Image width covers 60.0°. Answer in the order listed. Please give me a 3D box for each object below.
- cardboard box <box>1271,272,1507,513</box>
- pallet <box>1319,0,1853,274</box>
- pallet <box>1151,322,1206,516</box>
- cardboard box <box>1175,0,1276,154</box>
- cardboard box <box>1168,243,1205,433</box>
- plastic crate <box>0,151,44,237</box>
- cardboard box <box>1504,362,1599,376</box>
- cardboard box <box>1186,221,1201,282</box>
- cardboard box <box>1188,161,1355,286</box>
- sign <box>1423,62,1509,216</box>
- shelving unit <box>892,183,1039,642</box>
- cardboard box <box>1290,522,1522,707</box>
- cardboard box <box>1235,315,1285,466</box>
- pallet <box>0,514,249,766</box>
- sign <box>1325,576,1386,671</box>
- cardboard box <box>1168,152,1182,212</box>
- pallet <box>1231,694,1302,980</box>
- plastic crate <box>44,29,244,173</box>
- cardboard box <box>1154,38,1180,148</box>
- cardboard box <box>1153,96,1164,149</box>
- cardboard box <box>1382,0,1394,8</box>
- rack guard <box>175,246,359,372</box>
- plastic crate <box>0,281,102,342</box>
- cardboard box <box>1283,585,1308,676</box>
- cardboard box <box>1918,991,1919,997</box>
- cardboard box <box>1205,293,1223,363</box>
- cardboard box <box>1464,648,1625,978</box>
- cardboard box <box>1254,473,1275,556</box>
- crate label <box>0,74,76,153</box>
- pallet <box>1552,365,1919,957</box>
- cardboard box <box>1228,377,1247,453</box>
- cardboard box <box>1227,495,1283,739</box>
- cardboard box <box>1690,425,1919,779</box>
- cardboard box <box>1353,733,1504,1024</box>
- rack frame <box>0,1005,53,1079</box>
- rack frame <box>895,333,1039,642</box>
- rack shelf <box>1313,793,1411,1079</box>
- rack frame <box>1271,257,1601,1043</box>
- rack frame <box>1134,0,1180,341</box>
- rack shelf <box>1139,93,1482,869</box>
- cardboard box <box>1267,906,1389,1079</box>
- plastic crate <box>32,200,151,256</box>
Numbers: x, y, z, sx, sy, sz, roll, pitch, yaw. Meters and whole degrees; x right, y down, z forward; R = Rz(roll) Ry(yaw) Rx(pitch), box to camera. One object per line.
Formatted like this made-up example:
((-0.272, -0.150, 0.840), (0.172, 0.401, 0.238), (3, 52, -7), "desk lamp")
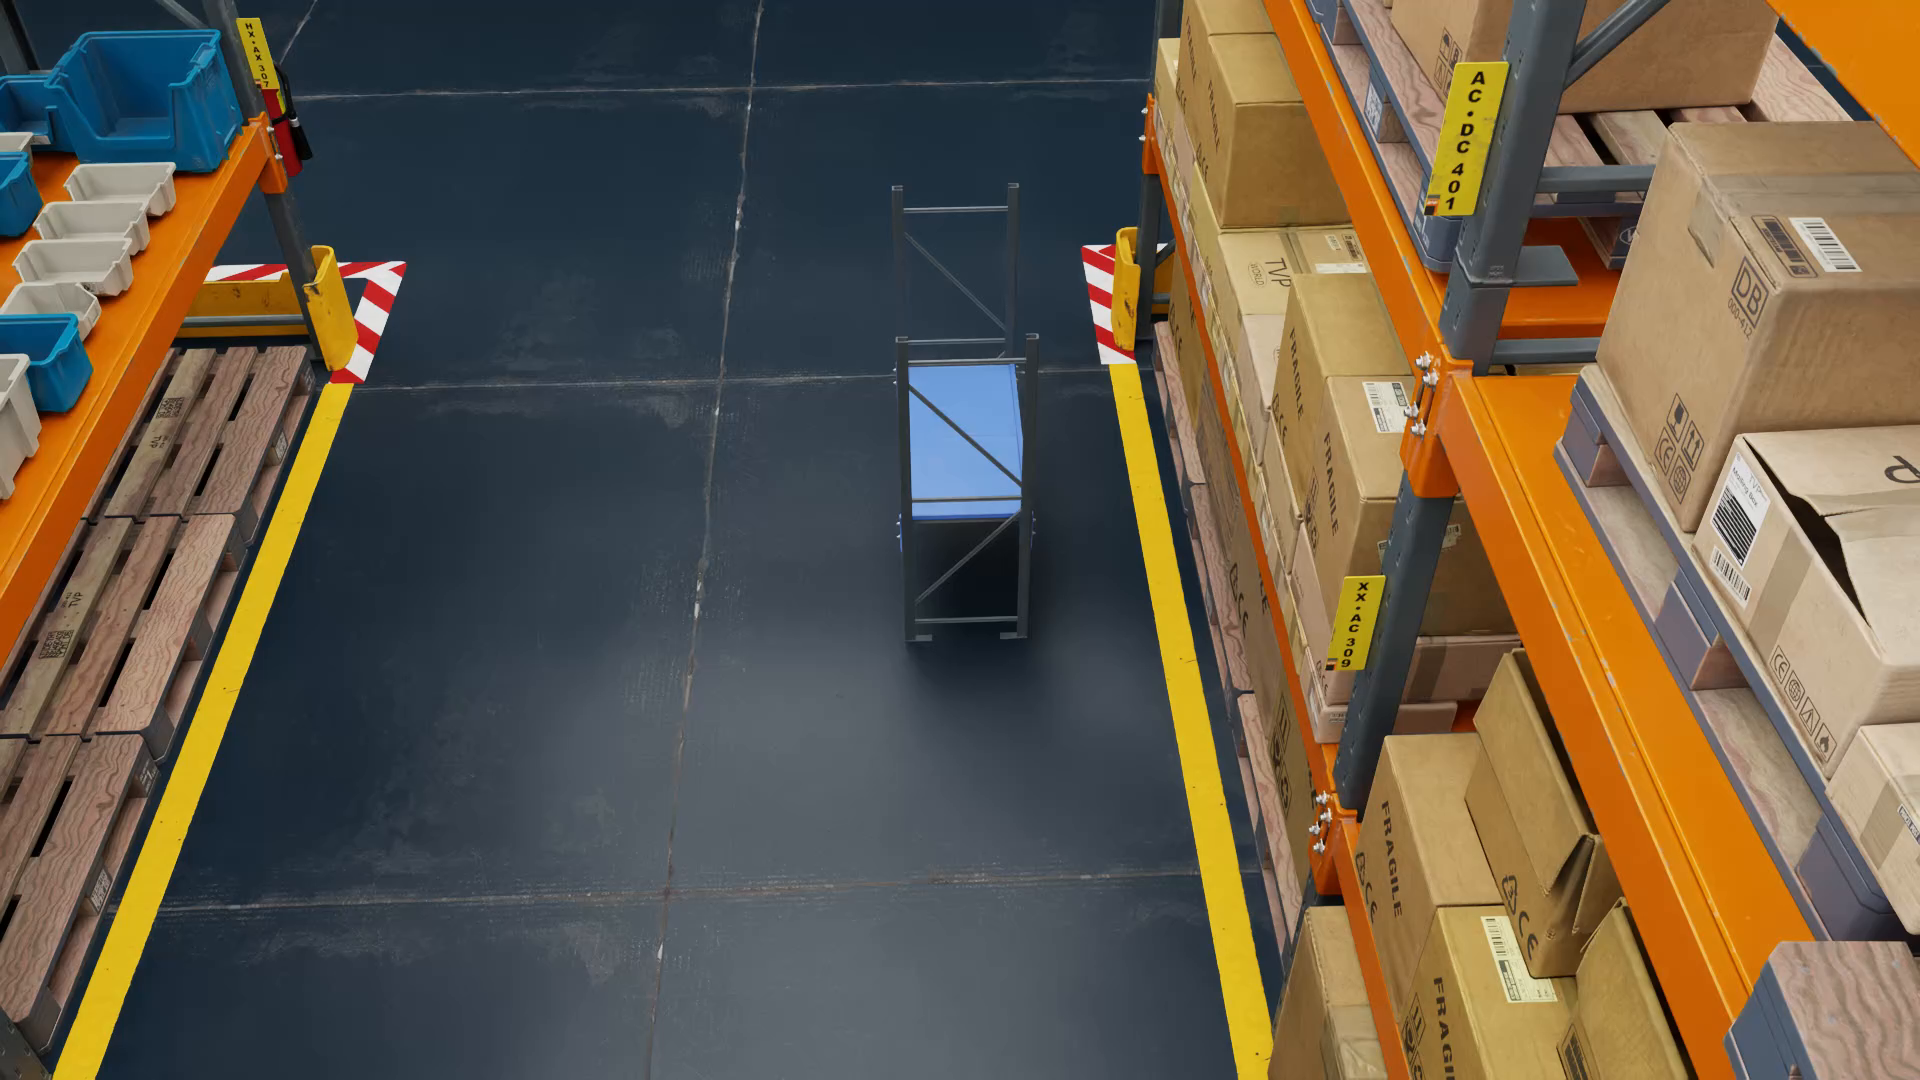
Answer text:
((1.224, -0.432, 4.837), (0.500, 0.500, 0.500), (-1, 43, -1), "cardboard box")
((1.504, -1.086, 4.061), (1.003, 0.211, 1.213), (-2, 43, -2), "pallet")
((1.470, -0.595, 7.743), (1.003, 0.211, 1.213), (-2, 43, -2), "pallet")
((1.130, -1.822, 6.354), (0.500, 0.500, 0.500), (-3, 43, -3), "cardboard box")
((1.465, -1.102, 7.495), (0.875, 0.875, 0.875), (-2, 43, -2), "cardboard box")
((-3.881, -1.358, 6.592), (0.416, 0.233, 0.300), (-2, 43, -2), "plastic crate")
((1.750, -0.454, 4.862), (0.500, 0.500, 0.500), (-2, 43, -2), "cardboard box")
((1.089, -1.125, 6.444), (0.380, 0.149, 0.250), (-2, 43, -3), "cardboard box")
((1.155, -1.193, 6.223), (0.500, 0.250, 0.500), (-3, 43, -3), "cardboard box")
((0.974, -0.769, 3.208), (0.100, 0.325, 0.005), (-2, 43, -2), "sign")
((0.004, -0.495, 6.680), (0.538, 1.500, 1.048), (-2, 43, -2), "shelving unit")
((1.247, 0.195, 4.708), (0.500, 0.250, 0.500), (-2, 43, -3), "cardboard box")
((1.201, -0.499, 5.465), (0.500, 0.250, 0.500), (-1, 43, -1), "cardboard box")
((-3.545, 0.389, 6.670), (1.003, 0.211, 1.213), (-2, 43, -2), "pallet")
((0.974, 0.208, 4.104), (0.100, 0.325, 0.005), (-2, 43, -2), "sign")
((1.067, -1.473, 6.823), (0.380, 0.149, 0.250), (-3, 43, -3), "cardboard box")
((1.574, 1.052, 5.946), (1.003, 0.211, 1.213), (-2, 43, -2), "pallet")
((-3.390, -1.833, 6.959), (0.616, 0.435, 0.499), (-2, 43, -2), "plastic crate")
((1.109, -1.883, 6.976), (0.500, 0.250, 0.500), (-3, 43, -3), "cardboard box")
((1.043, -1.819, 7.200), (0.380, 0.149, 0.250), (-1, 43, -1), "cardboard box")
((1.416, -1.684, 4.189), (0.700, 0.500, 0.500), (0, 43, 0), "cardboard box")
((-3.604, -1.113, 8.094), (1.175, 0.500, 0.348), (-2, 43, -2), "rack guard")
((-3.310, -0.815, 6.070), (0.298, 0.136, 0.250), (-2, 43, -2), "plastic crate")
((1.177, 0.262, 4.930), (0.380, 0.149, 0.250), (-1, 43, -1), "cardboard box")
((1.590, 0.563, 1.809), (0.797, 0.503, 0.637), (-2, 43, -2), "cardboard box")
((1.110, -0.781, 6.068), (0.380, 0.149, 0.250), (-3, 43, -3), "cardboard box")
((1.563, 0.564, 3.598), (0.797, 0.503, 0.637), (-3, 43, -3), "cardboard box")
((1.155, -0.085, 5.309), (0.380, 0.149, 0.250), (-1, 43, -1), "cardboard box")
((-3.909, -1.803, 7.076), (0.416, 0.233, 0.303), (-2, 43, -2), "crate label")
((1.616, 0.122, 2.819), (0.805, 0.209, 1.217), (-3, 43, -4), "pallet")
((1.133, -0.432, 5.687), (0.380, 0.149, 0.250), (-2, 43, -2), "cardboard box")
((1.542, 0.113, 6.169), (0.875, 0.875, 0.875), (-2, 43, -2), "cardboard box")
((1.485, 0.055, 2.505), (0.500, 0.311, 0.500), (-3, 43, -3), "cardboard box")
((1.298, 0.821, 4.061), (0.500, 0.500, 0.500), (-2, 43, -2), "cardboard box")
((-3.421, 0.682, 4.286), (1.000, 3.000, 0.127), (-2, 43, -2), "rack frame")
((0.025, -0.152, 6.306), (0.500, 1.500, 0.032), (-2, 43, -2), "rack frame")
((1.613, 2.155, 3.211), (1.077, 0.370, 4.000), (-2, 43, -2), "rack shelf")
((1.528, 0.540, 4.441), (1.000, 3.000, 0.127), (-2, 43, -2), "rack frame")
((1.358, -2.161, 7.387), (1.000, 3.000, 0.127), (-2, 43, -2), "rack frame")
((1.443, -0.545, 6.157), (1.077, 0.370, 4.000), (-2, 43, -2), "rack shelf")
((1.575, 1.600, 4.547), (1.225, 0.875, 0.875), (-2, 43, -2), "cardboard box")
((-3.377, -1.202, 6.492), (0.396, 0.136, 0.243), (-2, 43, -2), "plastic crate")
